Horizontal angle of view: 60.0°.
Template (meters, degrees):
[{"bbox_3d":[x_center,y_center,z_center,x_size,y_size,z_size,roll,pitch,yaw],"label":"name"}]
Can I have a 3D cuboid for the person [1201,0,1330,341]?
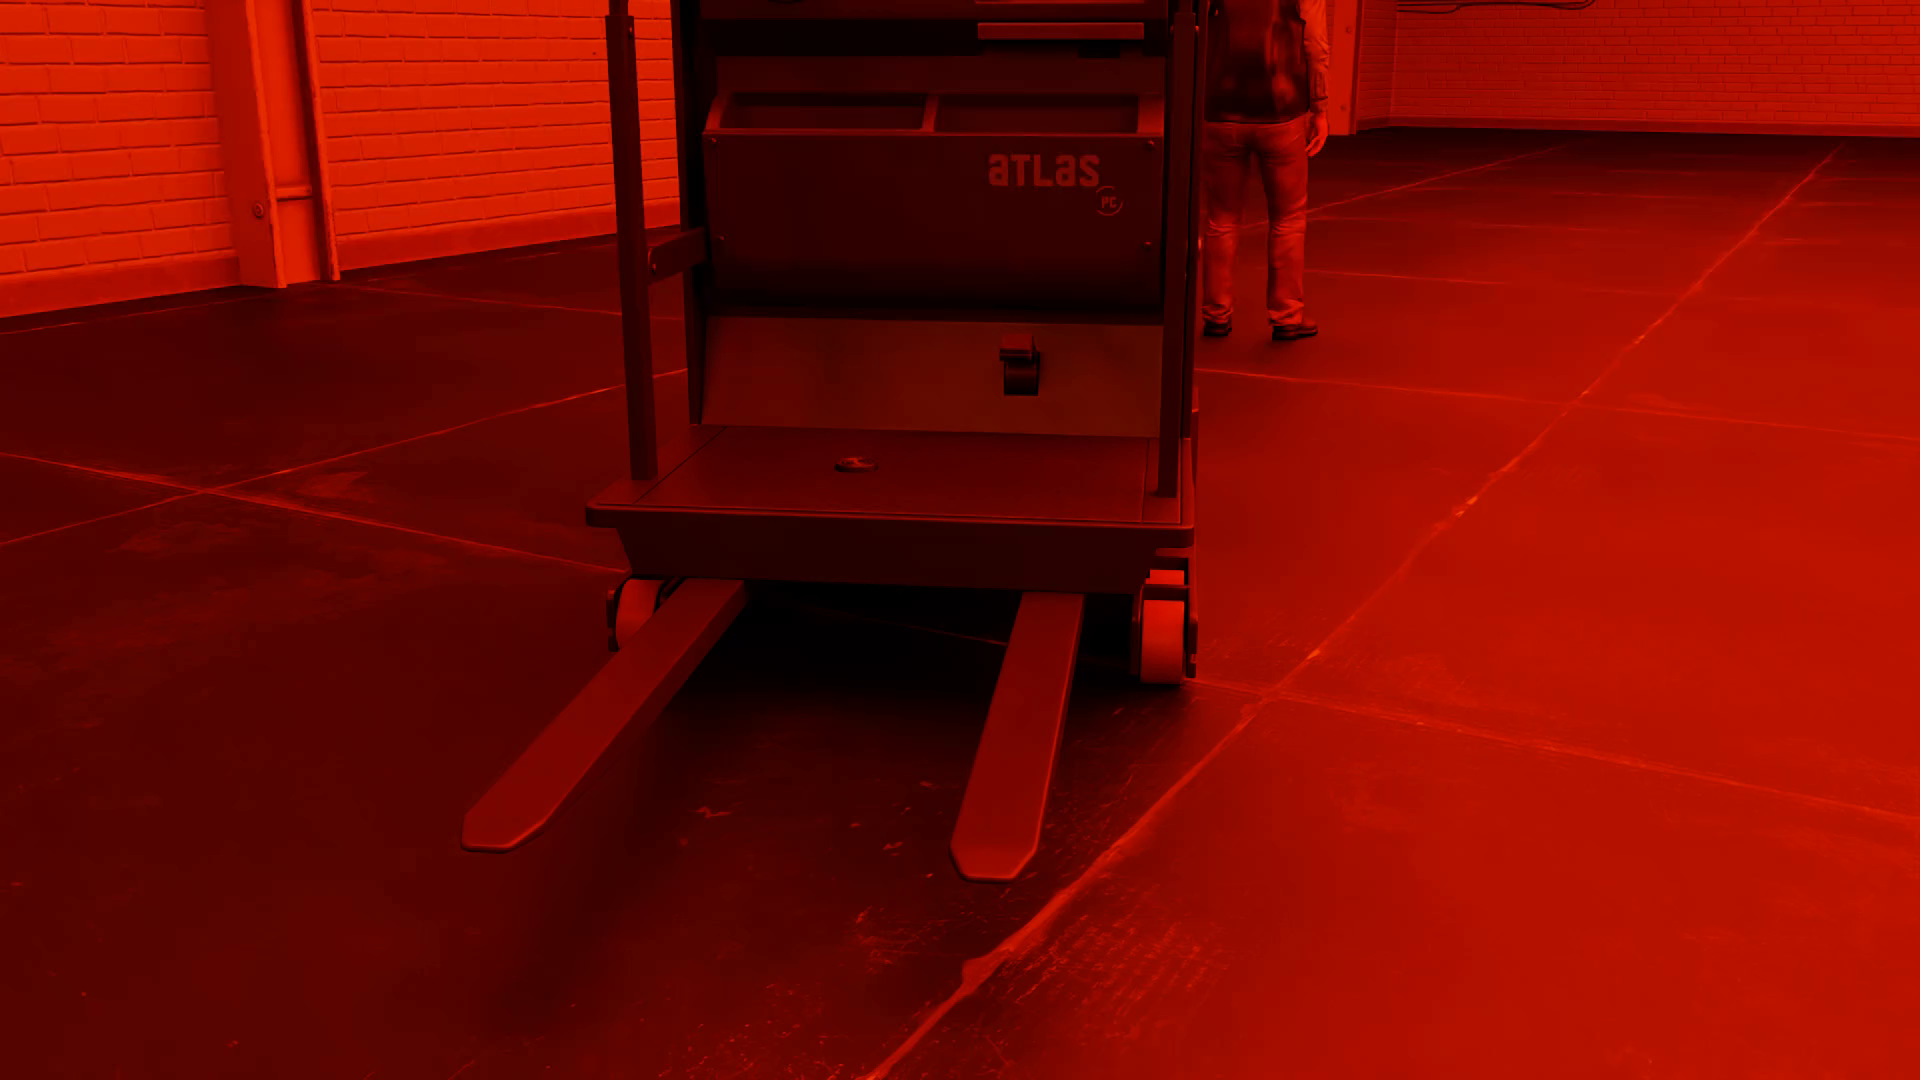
[{"bbox_3d":[1.187,-1.682,6.708,0.584,1.720,0.412,7,18,21],"label":"person"}]

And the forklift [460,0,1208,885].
[{"bbox_3d":[-0.078,-1.236,3.048,1.130,2.935,3.031,2,17,7],"label":"forklift"}]
